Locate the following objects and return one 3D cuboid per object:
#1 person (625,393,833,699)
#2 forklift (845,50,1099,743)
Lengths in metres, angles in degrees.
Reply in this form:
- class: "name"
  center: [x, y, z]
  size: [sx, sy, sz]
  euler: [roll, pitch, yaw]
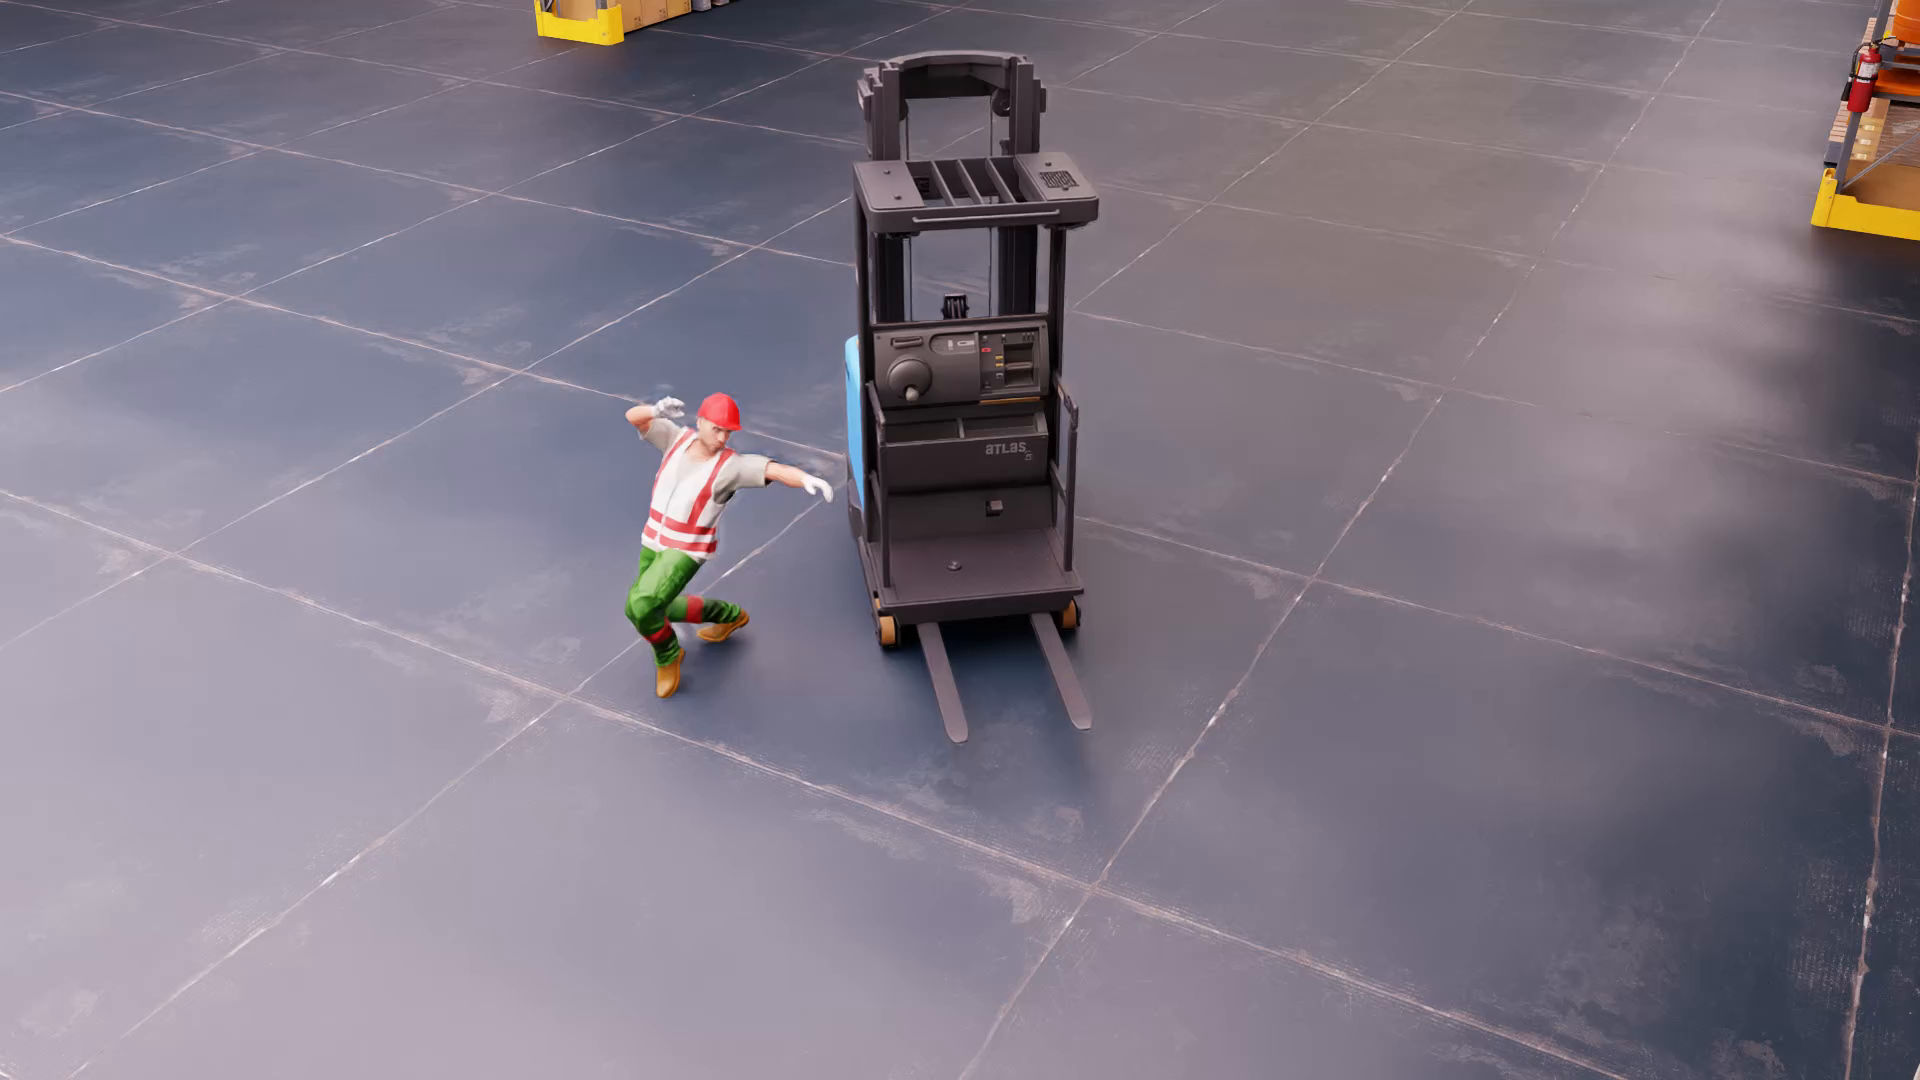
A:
- class: "person"
  center: [-1.249, 0.067, 8.325]
  size: [1.112, 1.596, 0.862]
  euler: [24, 38, 36]
- class: "forklift"
  center: [0.049, -0.889, 8.611]
  size: [1.130, 2.935, 3.031]
  euler: [-5, 30, -8]
